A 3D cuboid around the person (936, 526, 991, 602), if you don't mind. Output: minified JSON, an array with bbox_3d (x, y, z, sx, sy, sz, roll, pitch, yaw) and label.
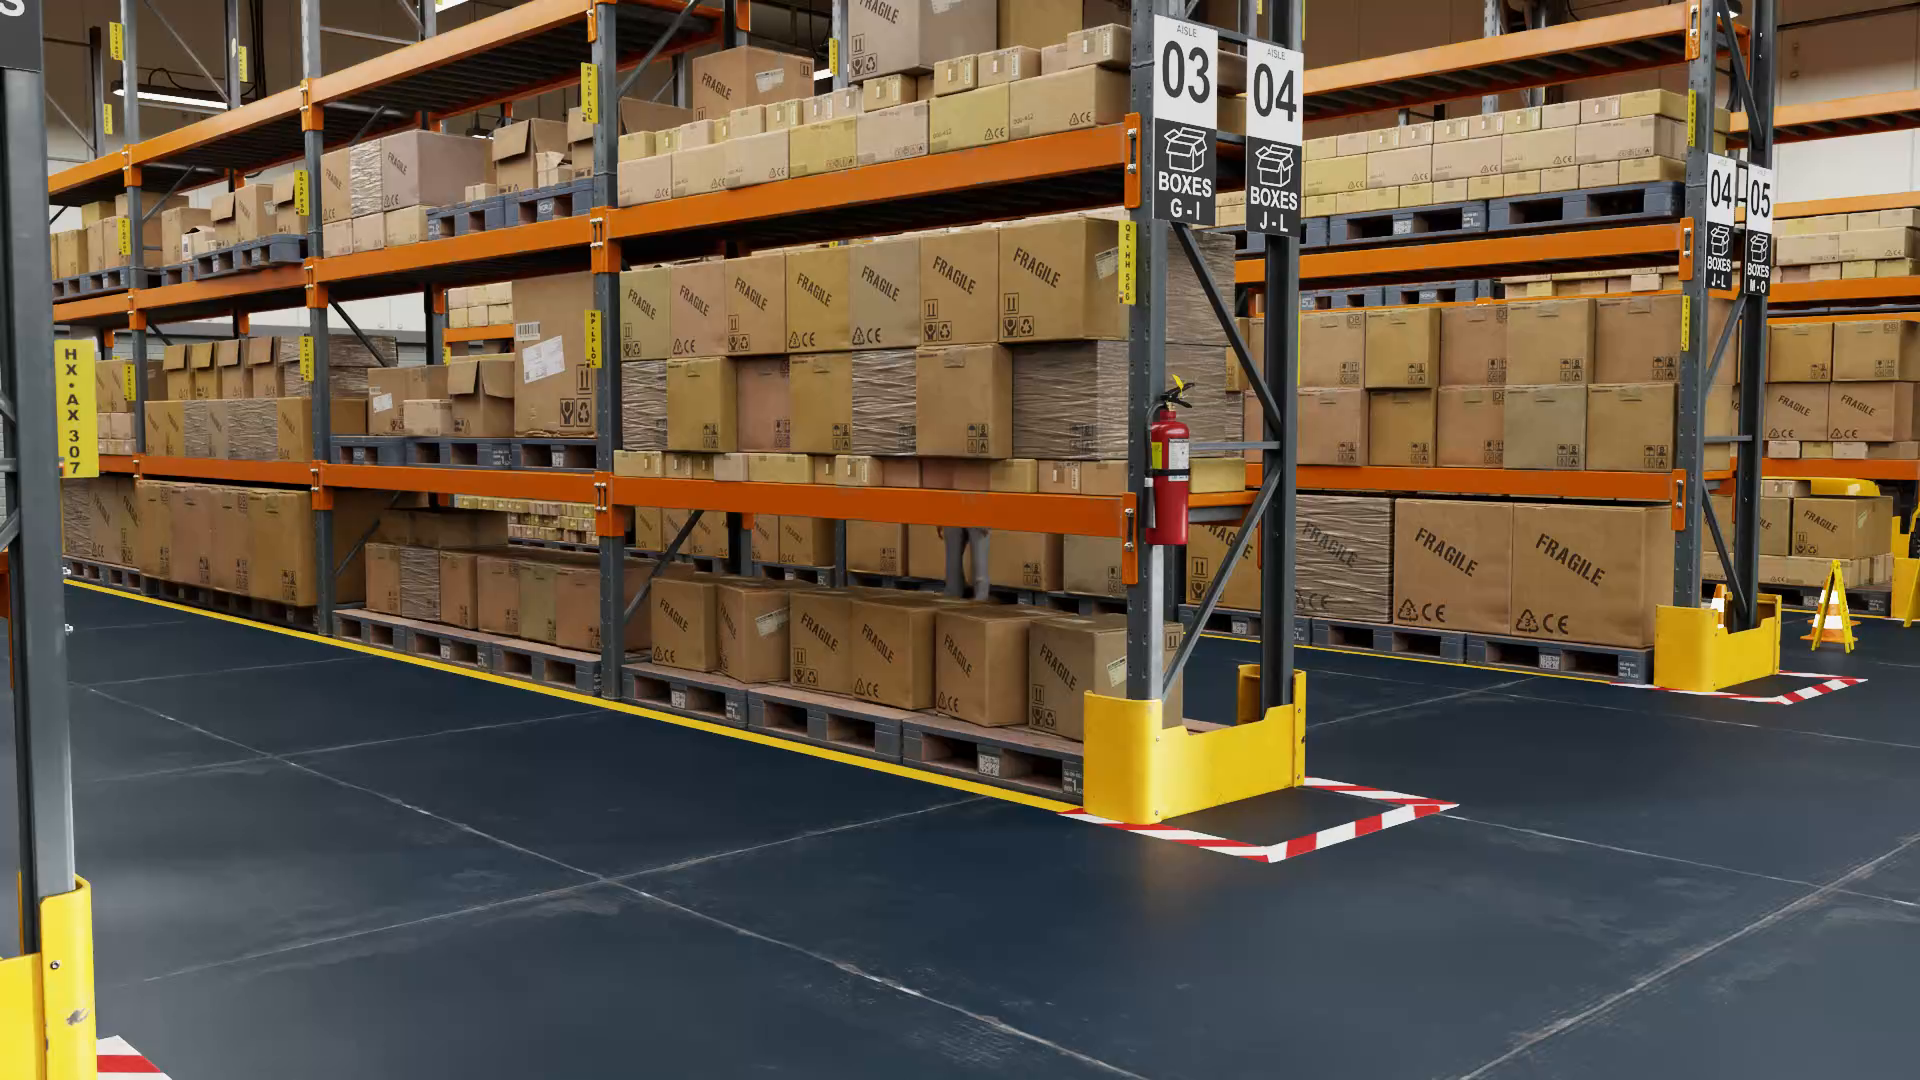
[{"bbox_3d":[0.004,-0.162,12.881,0.514,1.686,0.445,2,4,22],"label":"person"}]
